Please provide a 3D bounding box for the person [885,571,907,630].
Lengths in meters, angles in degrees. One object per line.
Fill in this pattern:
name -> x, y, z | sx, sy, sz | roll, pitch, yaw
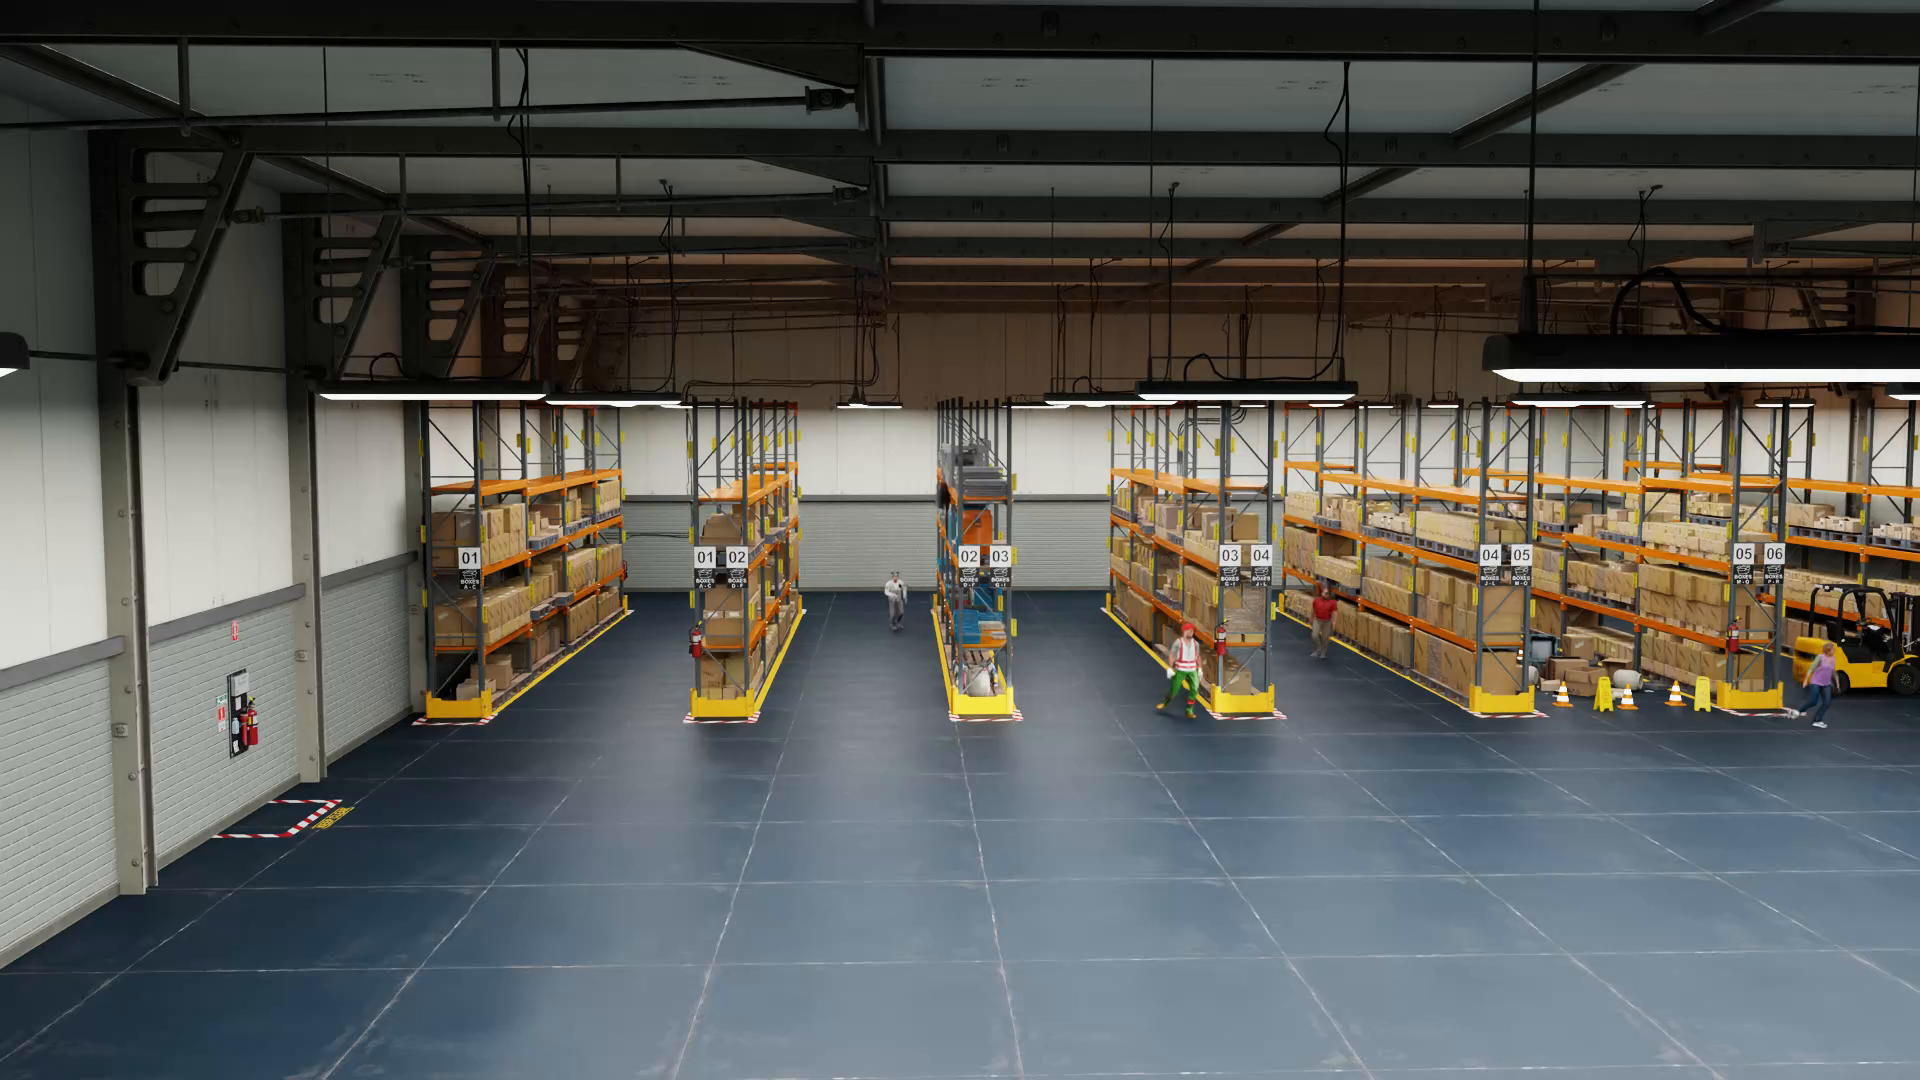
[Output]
person -> -1.673, 1.583, 43.429 | 0.602, 1.576, 0.800 | -1, 4, -10

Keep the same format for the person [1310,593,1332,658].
person -> 8.345, 1.955, 38.410 | 0.473, 1.580, 0.618 | 1, 5, 15

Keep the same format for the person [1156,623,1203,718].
person -> 4.123, 2.431, 31.182 | 0.804, 1.762, 0.664 | -1, 4, -11

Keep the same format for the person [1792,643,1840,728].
person -> 15.583, 2.613, 30.265 | 0.596, 1.542, 0.618 | -1, 5, -16
